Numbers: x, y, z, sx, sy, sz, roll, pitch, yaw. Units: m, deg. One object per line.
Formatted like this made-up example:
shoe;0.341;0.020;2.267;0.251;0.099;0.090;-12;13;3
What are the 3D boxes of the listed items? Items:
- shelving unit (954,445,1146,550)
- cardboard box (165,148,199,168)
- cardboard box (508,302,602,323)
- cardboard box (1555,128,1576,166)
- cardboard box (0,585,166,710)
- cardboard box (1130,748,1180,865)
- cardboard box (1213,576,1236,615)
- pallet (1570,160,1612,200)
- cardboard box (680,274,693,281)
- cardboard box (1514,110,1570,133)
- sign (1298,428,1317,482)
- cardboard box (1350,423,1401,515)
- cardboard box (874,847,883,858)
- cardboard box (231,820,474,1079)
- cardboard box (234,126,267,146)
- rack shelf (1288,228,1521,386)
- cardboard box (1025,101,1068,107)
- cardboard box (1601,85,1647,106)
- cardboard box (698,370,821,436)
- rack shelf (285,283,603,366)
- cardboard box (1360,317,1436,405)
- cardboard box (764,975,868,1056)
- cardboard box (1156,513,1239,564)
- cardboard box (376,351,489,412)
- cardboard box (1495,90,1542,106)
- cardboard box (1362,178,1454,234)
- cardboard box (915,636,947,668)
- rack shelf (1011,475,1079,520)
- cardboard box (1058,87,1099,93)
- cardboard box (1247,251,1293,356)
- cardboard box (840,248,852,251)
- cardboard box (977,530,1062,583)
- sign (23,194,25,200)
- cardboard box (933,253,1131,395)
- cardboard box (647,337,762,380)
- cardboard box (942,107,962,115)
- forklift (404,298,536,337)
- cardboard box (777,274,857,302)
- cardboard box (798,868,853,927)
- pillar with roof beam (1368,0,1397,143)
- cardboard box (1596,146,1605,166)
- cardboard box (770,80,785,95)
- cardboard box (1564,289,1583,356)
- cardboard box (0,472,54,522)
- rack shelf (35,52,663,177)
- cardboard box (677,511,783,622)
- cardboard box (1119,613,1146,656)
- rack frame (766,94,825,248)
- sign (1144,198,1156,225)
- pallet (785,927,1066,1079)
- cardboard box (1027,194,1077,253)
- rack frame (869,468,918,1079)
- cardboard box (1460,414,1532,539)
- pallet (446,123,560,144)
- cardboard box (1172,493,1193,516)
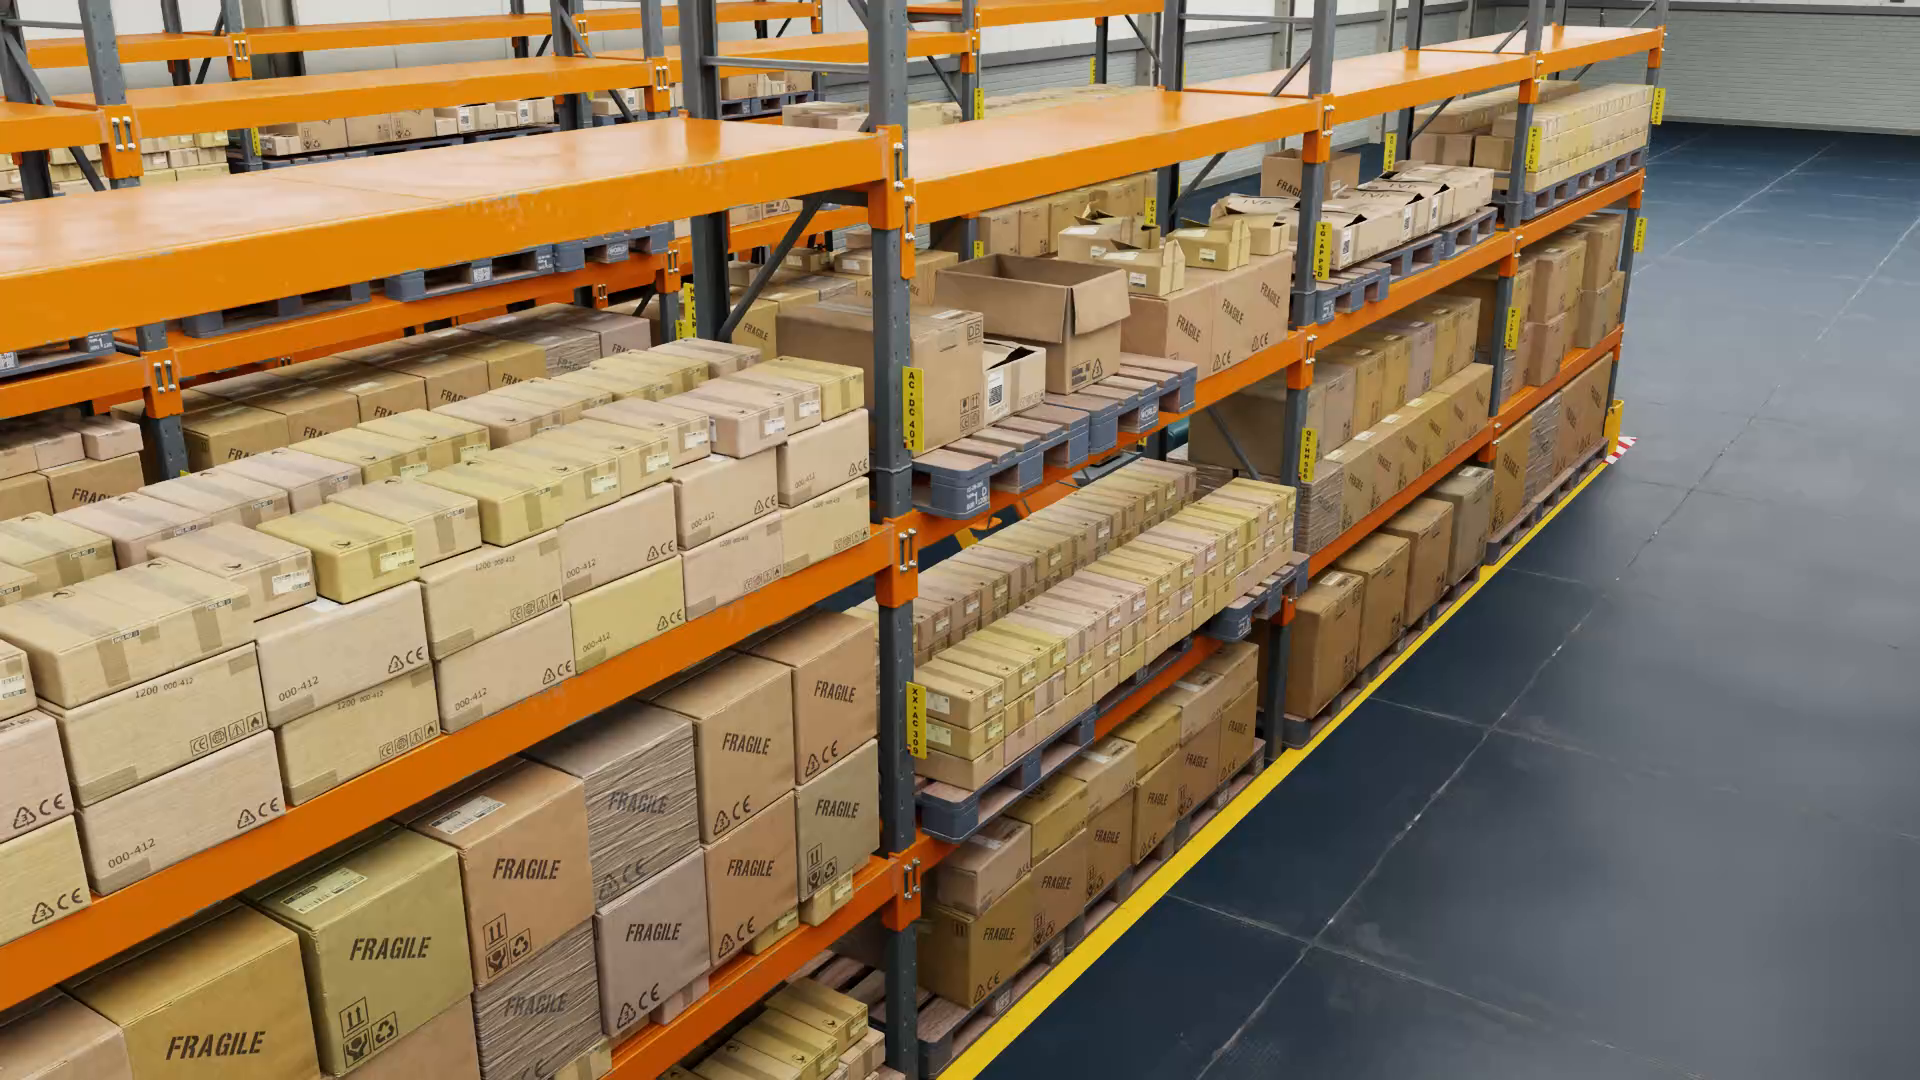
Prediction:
shelving unit;0.739;-0.529;13.899;1.500;0.587;1.083;-29;1;37
cardboard box;-6.807;-3.311;14.356;0.380;0.149;0.250;13;24;31
cardboard box;-3.017;-1.461;12.454;0.500;0.500;0.500;12;24;30
cardboard box;4.651;-3.201;13.457;0.500;0.250;0.500;13;24;31
cardboard box;-2.142;0.253;4.003;0.380;0.149;0.250;13;24;32
cardboard box;0.881;1.415;9.260;0.500;0.500;0.500;12;23;29
cardboard box;1.288;0.265;9.130;0.380;0.149;0.250;13;24;31
pallet;5.017;-3.197;14.536;1.003;0.211;1.213;13;24;32
cardboard box;-3.436;-3.146;20.510;0.500;0.250;0.500;13;24;31
cardboard box;4.633;-3.342;13.262;0.380;0.149;0.250;13;24;31
sign;2.068;-0.506;9.901;0.100;0.325;0.005;13;24;32
cardboard box;2.656;-0.517;11.342;0.500;0.500;0.500;13;24;32
cardboard box;-0.426;1.405;8.206;0.500;0.250;0.500;13;24;30
cardboard box;-1.822;1.169;4.914;0.500;0.500;0.500;13;24;31
cardboard box;-6.449;-3.844;15.625;0.500;0.250;0.500;13;24;32
rack shelf;2.738;-1.746;11.523;1.077;0.370;4.000;13;24;32
cardboard box;0.845;-4.261;16.497;0.380;0.149;0.250;13;24;31
cardboard box;6.060;-4.071;15.234;0.380;0.149;0.250;13;24;32
cardboard box;-0.725;-0.492;6.017;0.380;0.149;0.250;14;24;33
rack shelf;-5.520;-2.243;17.189;1.077;0.370;4.000;13;24;32
cardboard box;3.016;-1.330;12.099;0.700;0.500;0.500;14;24;32
cardboard box;-0.620;2.059;7.170;0.380;0.149;0.250;14;25;33
cardboard box;1.280;-0.007;9.007;0.380;0.149;0.250;14;25;33
cardboard box;-3.468;-0.922;10.996;0.500;0.500;0.500;13;24;31
cardboard box;4.944;-3.907;14.791;0.380;0.149;0.250;13;24;31
cardboard box;3.059;-2.314;11.399;0.500;0.311;0.500;12;24;30
cardboard box;-0.286;0.527;7.992;0.380;0.149;0.250;15;25;34
rack shelf;0.618;-0.462;14.015;0.185;0.538;1.000;-29;1;37
cardboard box;1.271;-4.800;17.955;0.380;0.149;0.250;13;24;32
cardboard box;1.503;-1.343;9.252;0.500;0.500;0.500;13;24;32
cardboard box;-0.789;-2.492;15.647;0.500;0.500;0.500;14;24;33
cardboard box;0.313;0.082;8.766;0.380;0.149;0.250;13;24;31
sign;-5.240;-1.792;9.410;0.100;0.325;0.005;13;24;32
cardboard box;0.342;-1.025;7.782;0.797;0.503;0.637;13;24;31
cardboard box;-0.999;-0.677;6.516;0.380;0.149;0.250;13;24;31
cardboard box;-0.208;-4.073;15.989;0.380;0.149;0.250;13;24;31
forklift;-4.226;-1.501;14.247;1.130;2.935;3.031;-13;24;-31
cardboard box;-1.225;-1.953;14.191;0.500;0.500;0.500;12;24;30
cardboard box;-0.657;1.385;6.706;0.380;0.149;0.250;13;24;30
pillar with roof beam;13.768;-13.138;36.959;9.100;9.000;0.400;13;24;32
cardboard box;5.346;-3.332;14.386;0.380;0.149;0.250;14;24;32
cardboard box;-2.362;-5.538;20.348;0.380;0.149;0.250;12;24;30
cardboard box;5.230;-2.055;15.428;0.875;0.550;0.550;13;24;32
cardboard box;-5.115;-0.074;8.704;0.500;0.500;0.500;13;24;31
rack shelf;-3.661;-2.754;10.501;1.077;0.370;4.000;13;24;32
cardboard box;-0.978;0.043;5.866;0.500;0.250;0.500;13;24;32
cardboard box;0.700;0.425;8.267;0.380;0.149;0.250;13;24;31
rack frame;-2.147;-4.302;21.718;1.000;3.000;0.127;13;24;32
sign;1.159;-1.900;10.042;0.100;0.325;0.005;13;24;32
pallet;-0.199;2.129;8.353;1.003;0.211;1.213;13;24;32
cardboard box;0.748;-3.207;16.746;0.700;0.500;0.500;13;24;31
rack frame;-0.635;1.045;7.264;1.000;3.000;0.127;13;24;32
cardboard box;4.273;-0.618;14.217;0.875;0.875;0.875;14;24;33
pallet;-4.881;-4.216;17.437;0.805;0.209;1.217;12;24;30
cardboard box;1.176;-0.222;10.017;0.380;0.149;0.250;15;25;34
